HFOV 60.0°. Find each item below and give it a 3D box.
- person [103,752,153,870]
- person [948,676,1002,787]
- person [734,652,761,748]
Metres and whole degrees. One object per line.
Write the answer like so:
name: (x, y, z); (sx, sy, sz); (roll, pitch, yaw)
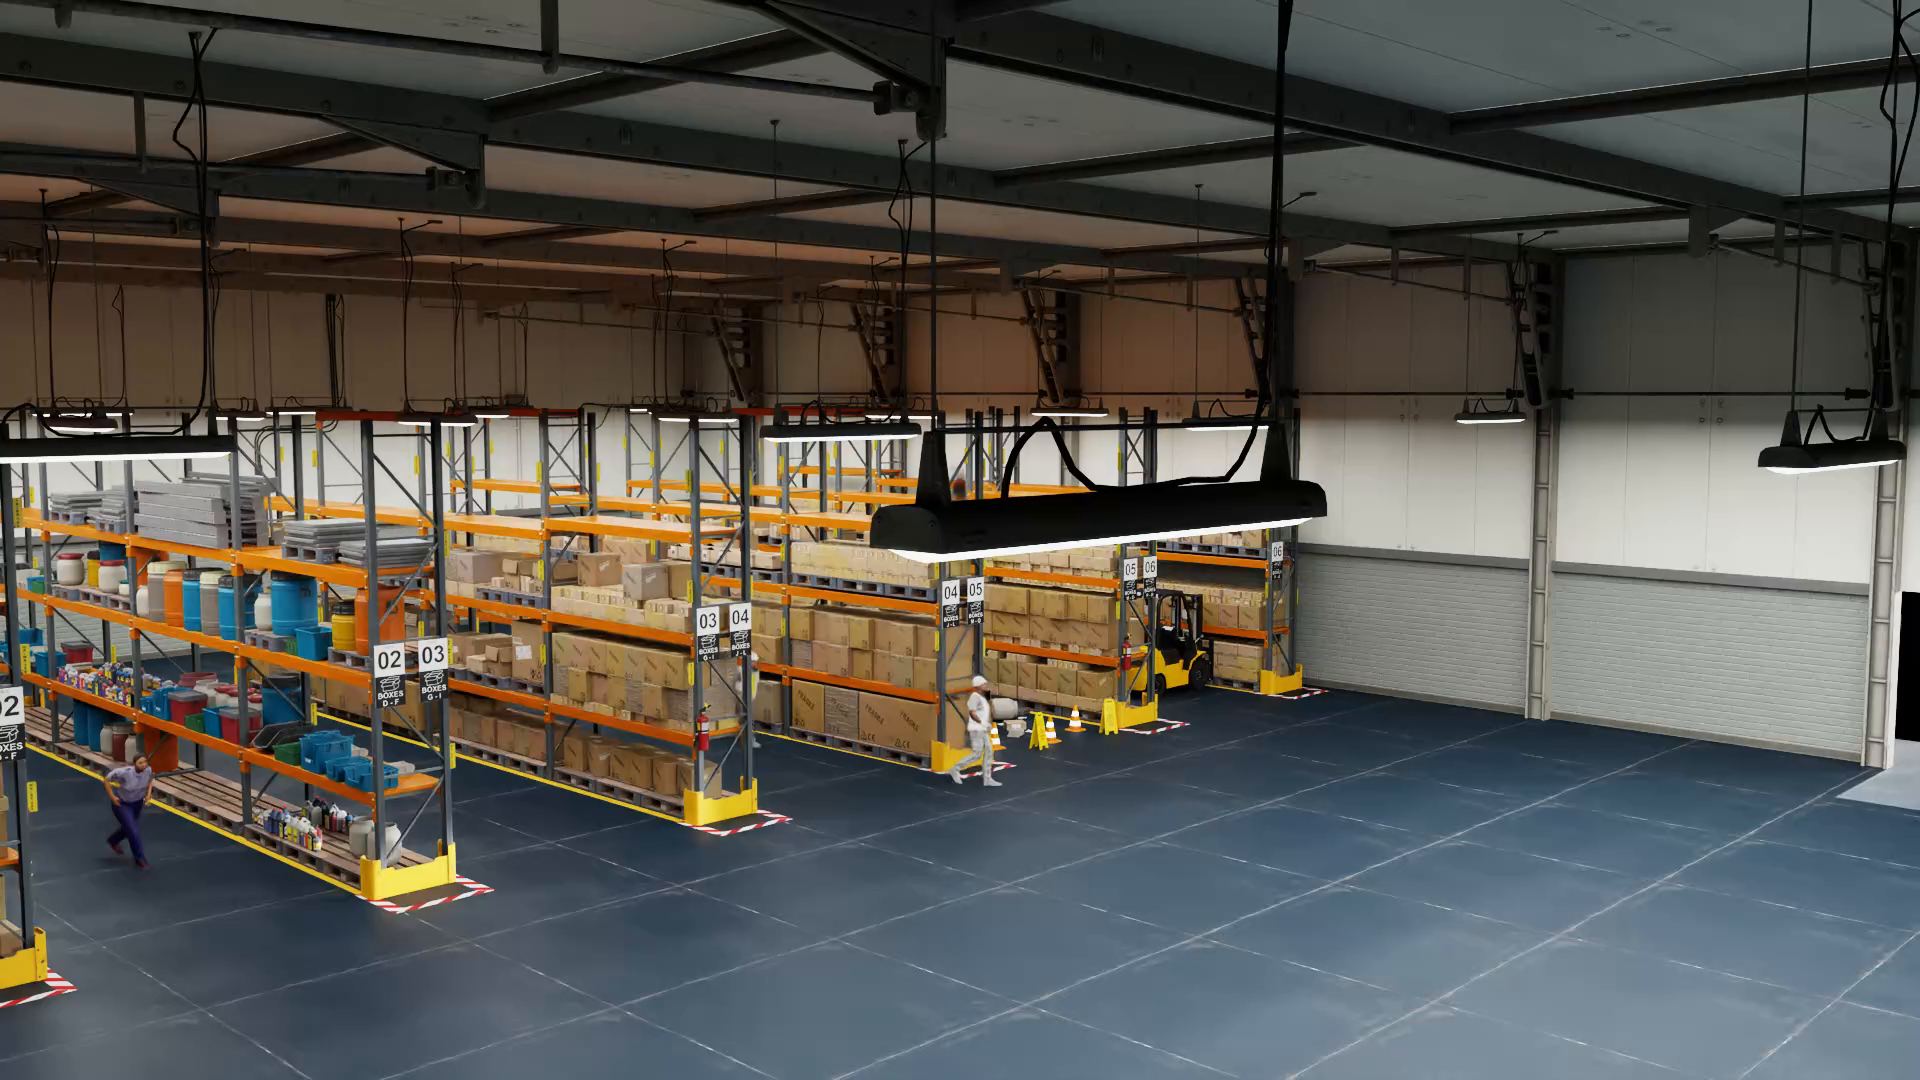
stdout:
person: (-11.165, 3.610, 22.268); (0.932, 1.599, 0.641); (3, 6, 34)
person: (0.267, 3.071, 26.862); (0.863, 1.753, 0.741); (1, 5, 6)
person: (-3.923, 2.837, 29.933); (0.647, 1.727, 0.909); (-5, 7, -44)
